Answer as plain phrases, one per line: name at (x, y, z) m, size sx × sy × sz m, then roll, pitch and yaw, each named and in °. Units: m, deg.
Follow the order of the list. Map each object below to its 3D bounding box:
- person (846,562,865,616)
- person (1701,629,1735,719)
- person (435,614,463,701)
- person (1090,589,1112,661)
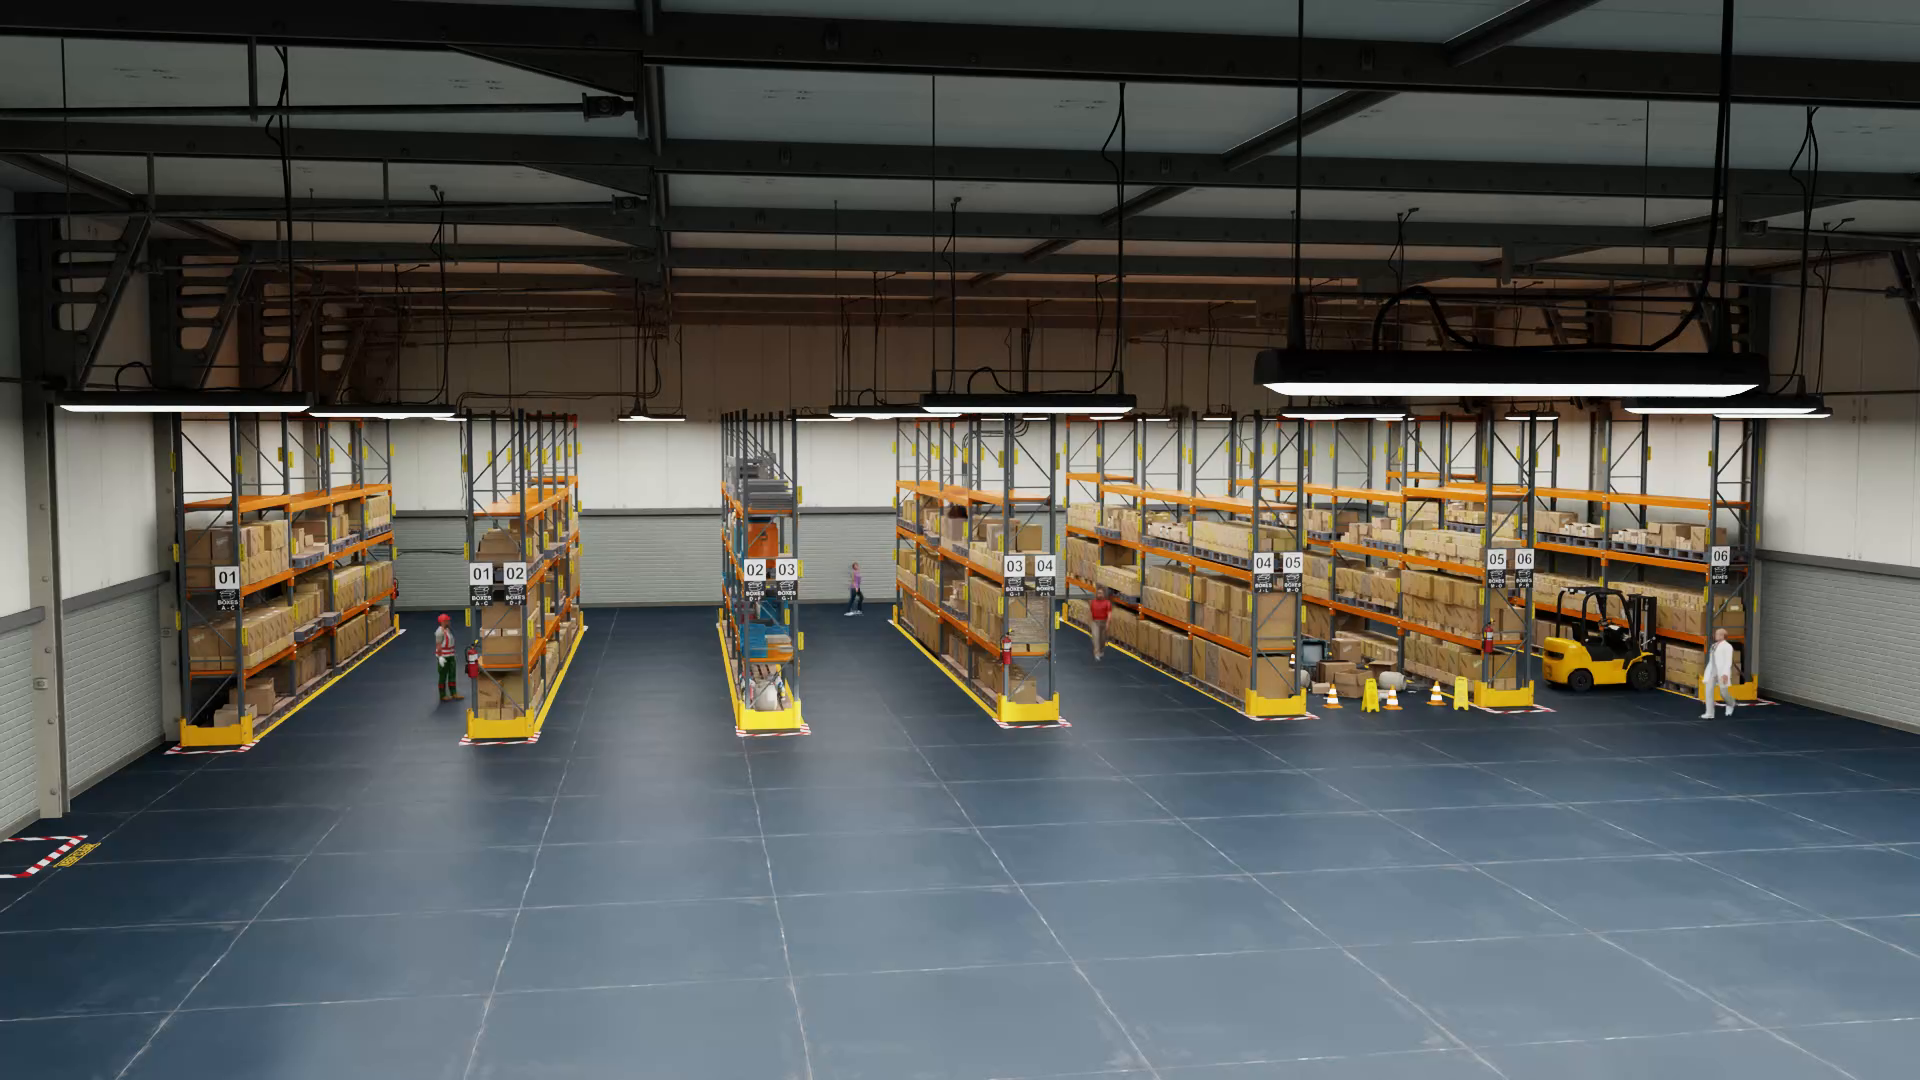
person at (-3.131, 1.469, 49.543) m, size 0.574 × 1.616 × 0.564 m, roll 0°, pitch 4°, yaw -2°
person at (14.748, 2.587, 32.265) m, size 0.540 × 1.746 × 0.935 m, roll 4°, pitch 6°, yaw 45°
person at (-10.647, 2.427, 34.524) m, size 0.461 × 1.793 × 0.615 m, roll 2°, pitch 4°, yaw 21°
person at (3.335, 1.994, 39.263) m, size 0.490 × 1.666 × 1.046 m, roll 0°, pitch 4°, yaw -4°
